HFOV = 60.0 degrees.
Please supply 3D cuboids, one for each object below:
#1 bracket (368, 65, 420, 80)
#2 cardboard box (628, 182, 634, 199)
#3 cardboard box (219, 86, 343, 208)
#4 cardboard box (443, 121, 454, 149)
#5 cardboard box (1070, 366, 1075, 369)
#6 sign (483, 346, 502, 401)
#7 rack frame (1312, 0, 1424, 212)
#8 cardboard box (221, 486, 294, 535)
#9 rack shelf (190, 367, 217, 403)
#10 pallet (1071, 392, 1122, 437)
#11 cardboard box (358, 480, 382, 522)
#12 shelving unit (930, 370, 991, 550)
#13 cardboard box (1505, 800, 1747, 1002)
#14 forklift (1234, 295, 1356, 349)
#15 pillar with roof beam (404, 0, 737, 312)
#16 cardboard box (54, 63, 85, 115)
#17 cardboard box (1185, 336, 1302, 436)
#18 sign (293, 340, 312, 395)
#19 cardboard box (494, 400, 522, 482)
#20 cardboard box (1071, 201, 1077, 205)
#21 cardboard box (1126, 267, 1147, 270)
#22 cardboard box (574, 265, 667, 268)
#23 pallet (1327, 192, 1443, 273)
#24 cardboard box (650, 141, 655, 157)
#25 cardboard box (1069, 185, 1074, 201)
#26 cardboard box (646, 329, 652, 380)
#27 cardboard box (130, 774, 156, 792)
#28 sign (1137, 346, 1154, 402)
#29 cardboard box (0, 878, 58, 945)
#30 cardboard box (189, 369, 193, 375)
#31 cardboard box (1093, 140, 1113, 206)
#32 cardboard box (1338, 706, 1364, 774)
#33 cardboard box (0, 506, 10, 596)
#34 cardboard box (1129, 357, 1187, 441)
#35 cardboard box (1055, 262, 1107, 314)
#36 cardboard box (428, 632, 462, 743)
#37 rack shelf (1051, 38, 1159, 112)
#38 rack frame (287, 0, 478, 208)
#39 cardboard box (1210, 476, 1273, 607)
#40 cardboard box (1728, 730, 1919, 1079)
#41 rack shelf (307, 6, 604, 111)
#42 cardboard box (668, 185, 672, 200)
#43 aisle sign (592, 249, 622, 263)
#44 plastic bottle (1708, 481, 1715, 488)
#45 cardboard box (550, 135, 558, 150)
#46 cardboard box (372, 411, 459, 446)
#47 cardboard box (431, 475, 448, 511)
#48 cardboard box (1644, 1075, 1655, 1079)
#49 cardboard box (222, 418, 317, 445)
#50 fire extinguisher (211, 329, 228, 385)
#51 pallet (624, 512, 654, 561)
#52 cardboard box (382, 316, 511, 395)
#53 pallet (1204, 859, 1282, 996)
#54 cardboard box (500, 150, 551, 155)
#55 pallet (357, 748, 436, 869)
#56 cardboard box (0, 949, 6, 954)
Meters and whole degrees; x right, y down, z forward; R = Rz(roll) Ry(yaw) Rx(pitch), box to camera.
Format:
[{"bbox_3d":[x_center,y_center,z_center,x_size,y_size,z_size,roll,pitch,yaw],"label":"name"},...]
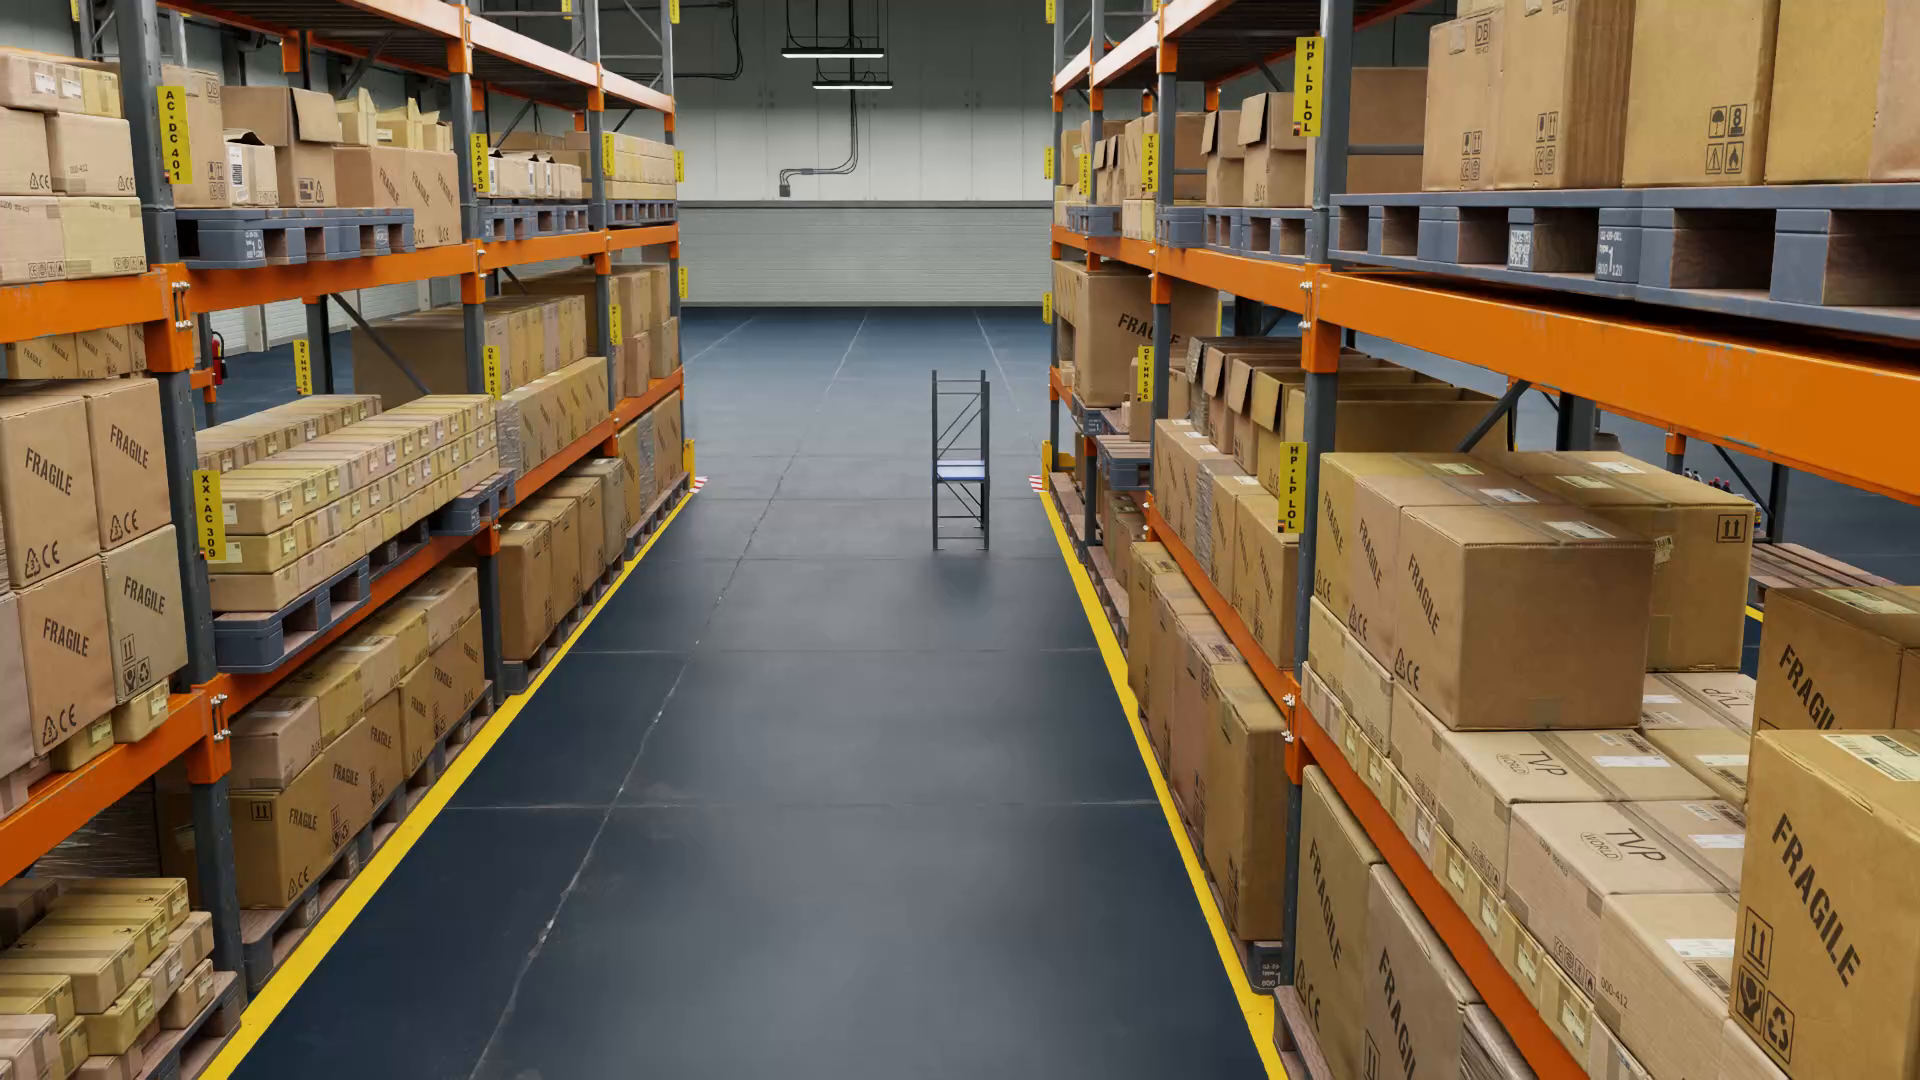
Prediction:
[{"bbox_3d":[-14.483,-11.916,42.300,0.076,0.066,4.783,0,11,-1],"label":"bracket"},{"bbox_3d":[-3.085,-3.077,14.651,0.380,0.149,0.250,0,11,-2],"label":"cardboard box"},{"bbox_3d":[-3.136,-1.694,7.196,0.797,0.503,0.637,0,11,-2],"label":"cardboard box"},{"bbox_3d":[-3.634,-2.573,11.287,0.500,0.500,0.500,0,11,-1],"label":"cardboard box"},{"bbox_3d":[1.277,-1.617,16.306,0.380,0.149,0.250,0,11,-1],"label":"cardboard box"},{"bbox_3d":[-2.776,-0.988,9.862,0.100,0.325,0.005,0,11,-1],"label":"sign"},{"bbox_3d":[1.725,-2.600,5.435,1.000,3.000,0.127,0,11,-1],"label":"rack frame"},{"bbox_3d":[-2.784,-0.114,6.349,0.380,0.149,0.250,0,11,2],"label":"cardboard box"},{"bbox_3d":[-8.389,-1.255,15.700,1.077,0.370,4.000,0,11,-1],"label":"rack shelf"},{"bbox_3d":[1.430,-1.004,13.137,1.003,0.211,1.213,0,11,-1],"label":"pallet"},{"bbox_3d":[-2.811,-0.177,7.405,0.380,0.149,0.250,0,11,1],"label":"cardboard box"},{"bbox_3d":[-0.002,-0.752,15.184,0.538,1.500,1.048,0,11,-1],"label":"shelving unit"},{"bbox_3d":[1.512,0.765,3.563,0.500,0.250,0.500,-1,11,-3],"label":"cardboard box"},{"bbox_3d":[3.028,-1.427,14.911,1.130,2.935,3.031,0,11,1],"label":"forklift"},{"bbox_3d":[-10.596,-10.763,45.669,9.100,9.000,0.548,0,11,-1],"label":"pillar with roof beam"},{"bbox_3d":[-2.940,-1.383,5.097,0.380,0.149,0.250,0,11,0],"label":"cardboard box"},{"bbox_3d":[1.641,-0.851,9.124,0.797,0.503,0.637,0,11,1],"label":"cardboard box"},{"bbox_3d":[-3.873,-1.020,9.820,0.100,0.325,0.005,0,11,-1],"label":"sign"},{"bbox_3d":[-3.058,-0.595,10.385,0.500,0.500,0.500,0,11,-1],"label":"cardboard box"},{"bbox_3d":[1.273,-2.942,15.039,0.500,0.250,0.500,0,11,-2],"label":"cardboard box"},{"bbox_3d":[1.783,-2.225,15.157,0.500,0.500,0.500,0,11,-1],"label":"cardboard box"},{"bbox_3d":[-3.515,-2.574,17.301,0.875,0.550,0.550,0,11,-1],"label":"cardboard box"},{"bbox_3d":[1.732,-0.924,4.940,1.003,0.211,1.213,0,11,-1],"label":"pallet"},{"bbox_3d":[-3.112,-3.720,15.815,0.380,0.149,0.250,0,11,-2],"label":"cardboard box"},{"bbox_3d":[1.245,-3.323,15.917,0.380,0.149,0.250,-1,11,-4],"label":"cardboard box"},{"bbox_3d":[-3.512,-1.824,16.321,0.875,0.550,0.550,0,11,-1],"label":"cardboard box"},{"bbox_3d":[-3.504,0.845,6.887,0.500,0.250,0.500,-1,11,-3],"label":"cardboard box"},{"bbox_3d":[1.100,-0.980,9.823,0.100,0.325,0.005,0,11,-1],"label":"sign"},{"bbox_3d":[-3.436,1.309,5.871,0.380,0.149,0.250,0,11,1],"label":"cardboard box"},{"bbox_3d":[-8.093,-1.759,17.006,0.380,0.149,0.250,0,11,-2],"label":"cardboard box"},{"bbox_3d":[1.471,-2.883,13.057,0.797,0.503,0.637,-1,11,-4],"label":"cardboard box"},{"bbox_3d":[1.410,0.628,5.244,0.380,0.149,0.250,0,11,1],"label":"cardboard box"},{"bbox_3d":[-2.943,-0.048,4.428,0.500,0.500,0.500,0,11,0],"label":"cardboard box"},{"bbox_3d":[1.480,-0.928,10.972,0.700,0.500,0.500,1,12,7],"label":"cardboard box"},{"bbox_3d":[1.219,-2.521,16.616,0.500,0.500,0.500,0,11,-1],"label":"cardboard box"},{"bbox_3d":[-3.036,0.797,9.008,0.500,0.500,0.500,0,11,1],"label":"cardboard box"},{"bbox_3d":[1.519,-4.234,15.305,1.077,0.370,4.000,0,11,-1],"label":"rack shelf"},{"bbox_3d":[-3.318,-3.395,9.353,1.000,3.000,0.127,0,11,-1],"label":"rack frame"},{"bbox_3d":[1.421,-0.003,7.471,0.500,0.500,0.500,0,11,-2],"label":"cardboard box"},{"bbox_3d":[1.535,0.599,2.495,0.500,0.500,0.500,0,11,0],"label":"cardboard box"},{"bbox_3d":[-3.360,-3.244,11.424,1.077,0.370,4.000,0,11,-1],"label":"rack shelf"},{"bbox_3d":[-3.134,-3.532,16.897,0.380,0.149,0.250,0,11,-1],"label":"cardboard box"},{"bbox_3d":[-3.785,-3.332,17.593,0.394,0.787,0.004,0,11,-1],"label":"aisle sign"},{"bbox_3d":[6.766,-0.350,14.986,0.144,0.351,0.185,0,11,-1],"label":"plastic bottle"},{"bbox_3d":[-3.742,-3.464,14.555,0.380,0.149,0.250,0,11,0],"label":"cardboard box"},{"bbox_3d":[-2.832,-0.579,8.638,0.380,0.149,0.250,0,11,1],"label":"cardboard box"},{"bbox_3d":[-2.831,-0.238,8.455,0.380,0.149,0.250,-1,11,-4],"label":"cardboard box"},{"bbox_3d":[1.460,1.087,2.981,0.380,0.149,0.250,0,11,-1],"label":"cardboard box"},{"bbox_3d":[-3.481,-0.528,8.388,0.380,0.149,0.250,0,11,1],"label":"cardboard box"},{"bbox_3d":[-7.972,-1.992,17.718,0.296,0.674,0.183,0,11,-1],"label":"fire extinguisher"},{"bbox_3d":[-3.339,-0.035,14.892,1.003,0.211,1.213,0,11,-1],"label":"pallet"},{"bbox_3d":[-3.330,-1.184,10.776,0.700,0.500,0.500,0,11,-2],"label":"cardboard box"},{"bbox_3d":[1.634,1.553,7.063,1.003,0.211,1.213,0,11,-1],"label":"pallet"},{"bbox_3d":[-3.668,-3.144,13.981,0.500,0.250,0.500,0,11,-2],"label":"cardboard box"},{"bbox_3d":[-3.281,1.309,8.268,1.003,0.211,1.213,0,11,-1],"label":"pallet"},{"bbox_3d":[-3.453,1.509,5.634,0.380,0.149,0.250,0,11,-1],"label":"cardboard box"}]
